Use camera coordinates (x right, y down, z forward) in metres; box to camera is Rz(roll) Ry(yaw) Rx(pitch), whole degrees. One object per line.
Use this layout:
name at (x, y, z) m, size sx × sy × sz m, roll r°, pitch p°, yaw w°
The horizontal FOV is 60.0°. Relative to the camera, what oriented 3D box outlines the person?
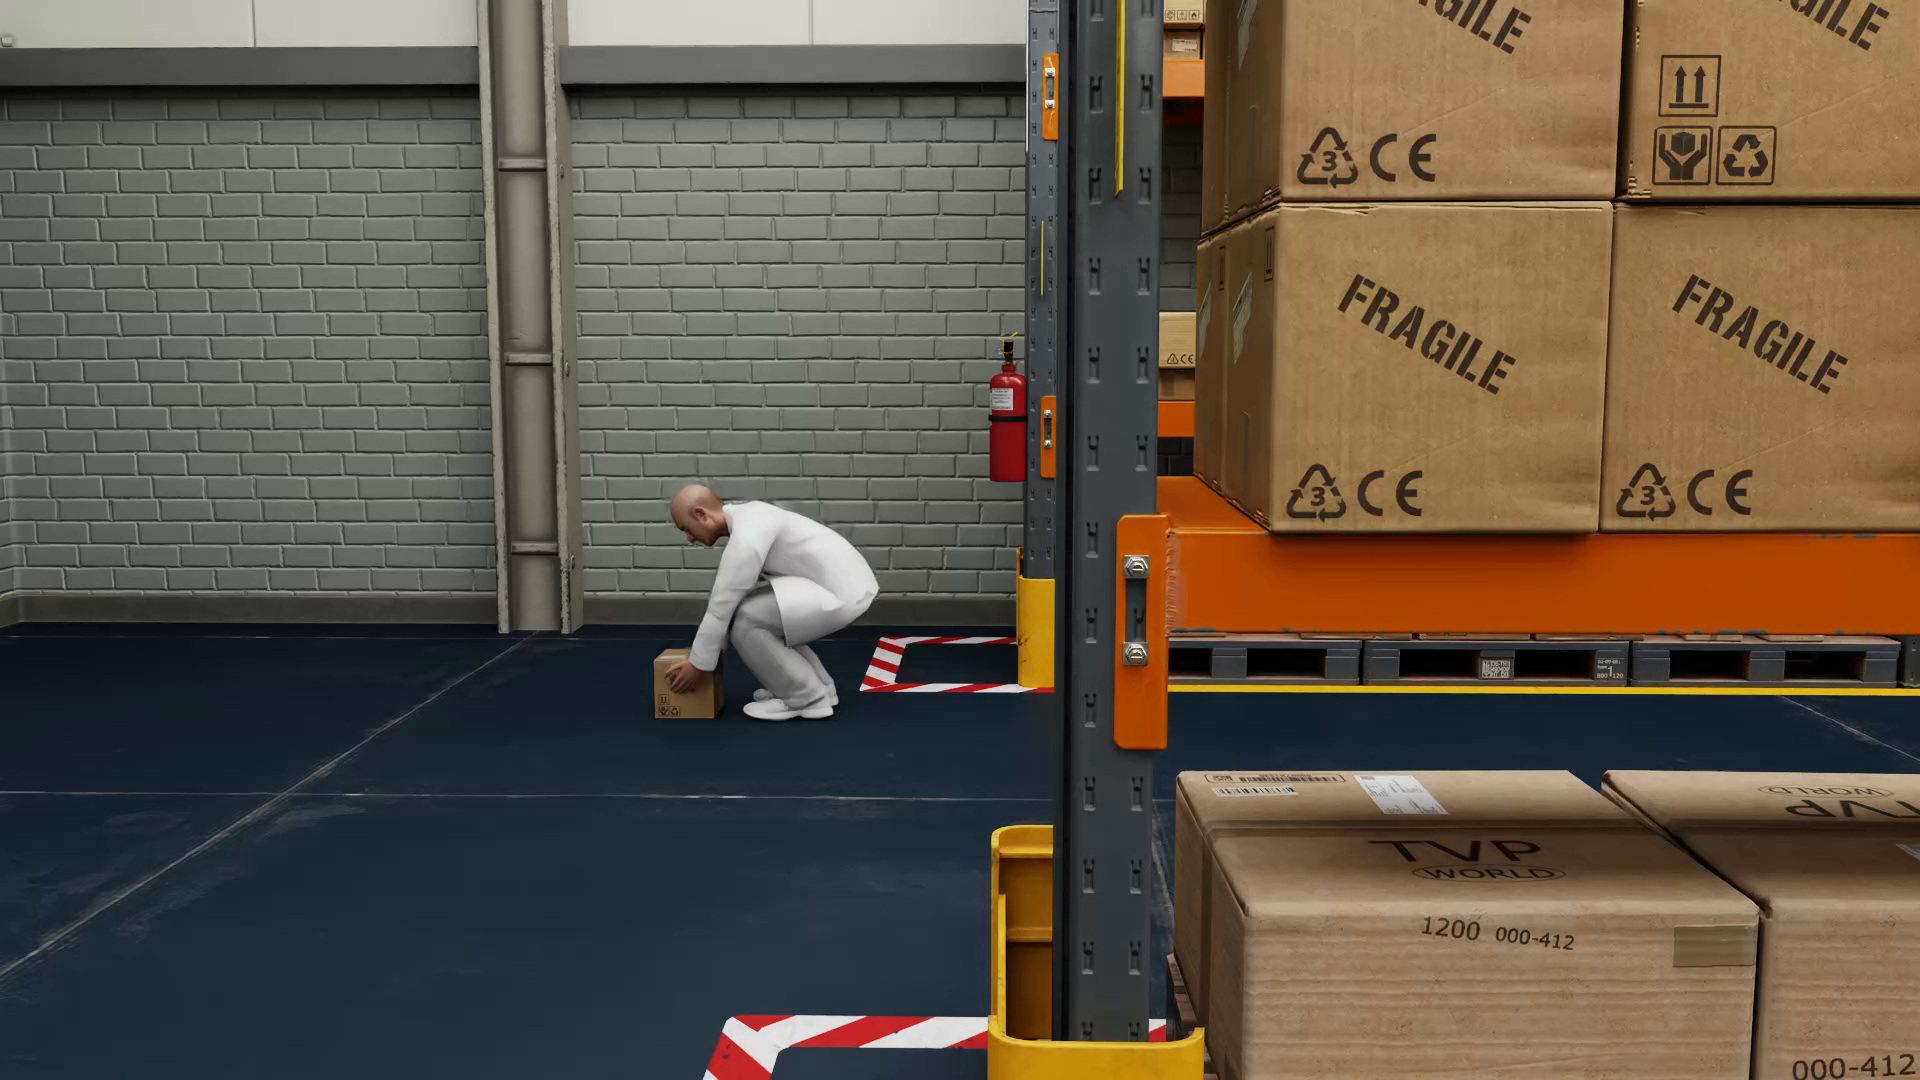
person at (-0.791, 0.263, 7.027) m, size 0.891 × 0.961 × 0.608 m, roll 0°, pitch 7°, yaw 1°
